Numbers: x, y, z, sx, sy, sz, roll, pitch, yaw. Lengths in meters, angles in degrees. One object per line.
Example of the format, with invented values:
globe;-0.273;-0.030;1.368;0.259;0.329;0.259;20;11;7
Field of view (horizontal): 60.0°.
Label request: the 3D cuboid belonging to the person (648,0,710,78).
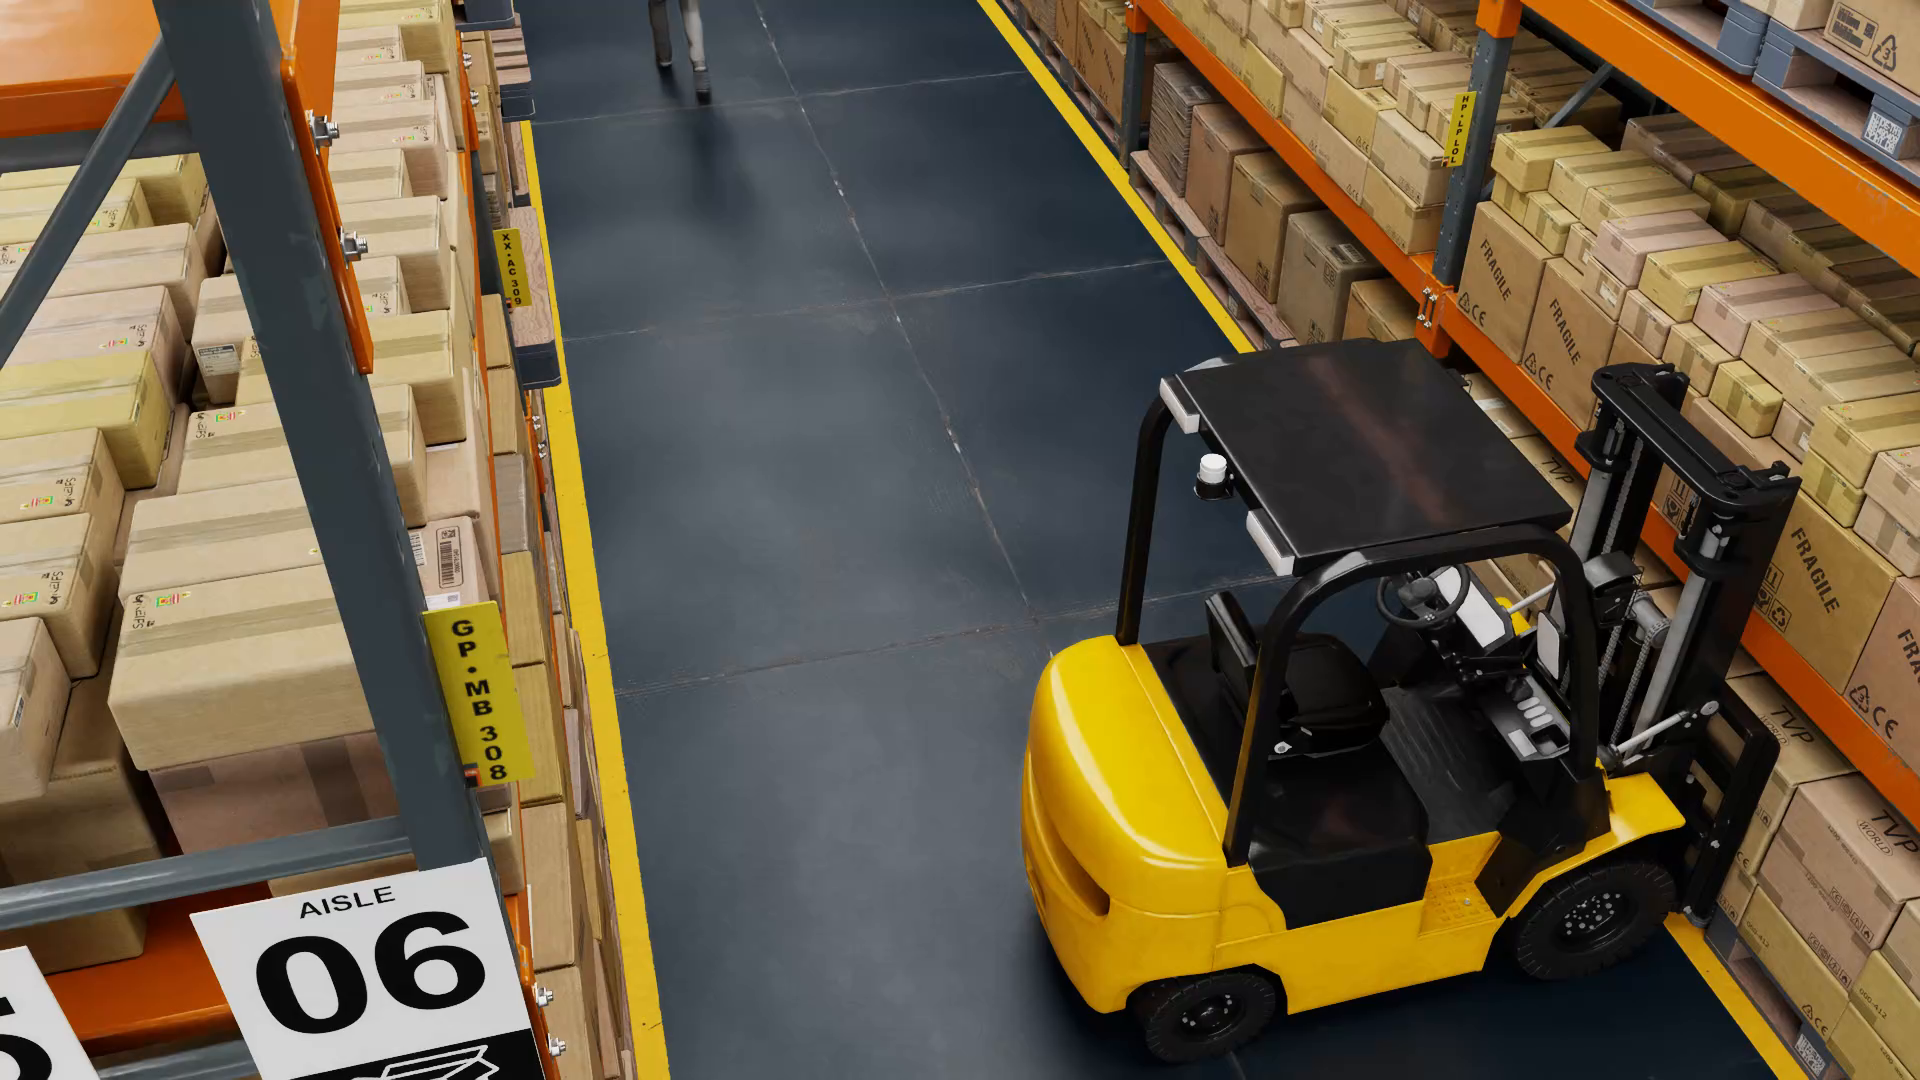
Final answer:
person;-2.075;-4.130;11.883;0.441;1.653;0.891;-11;40;-13
